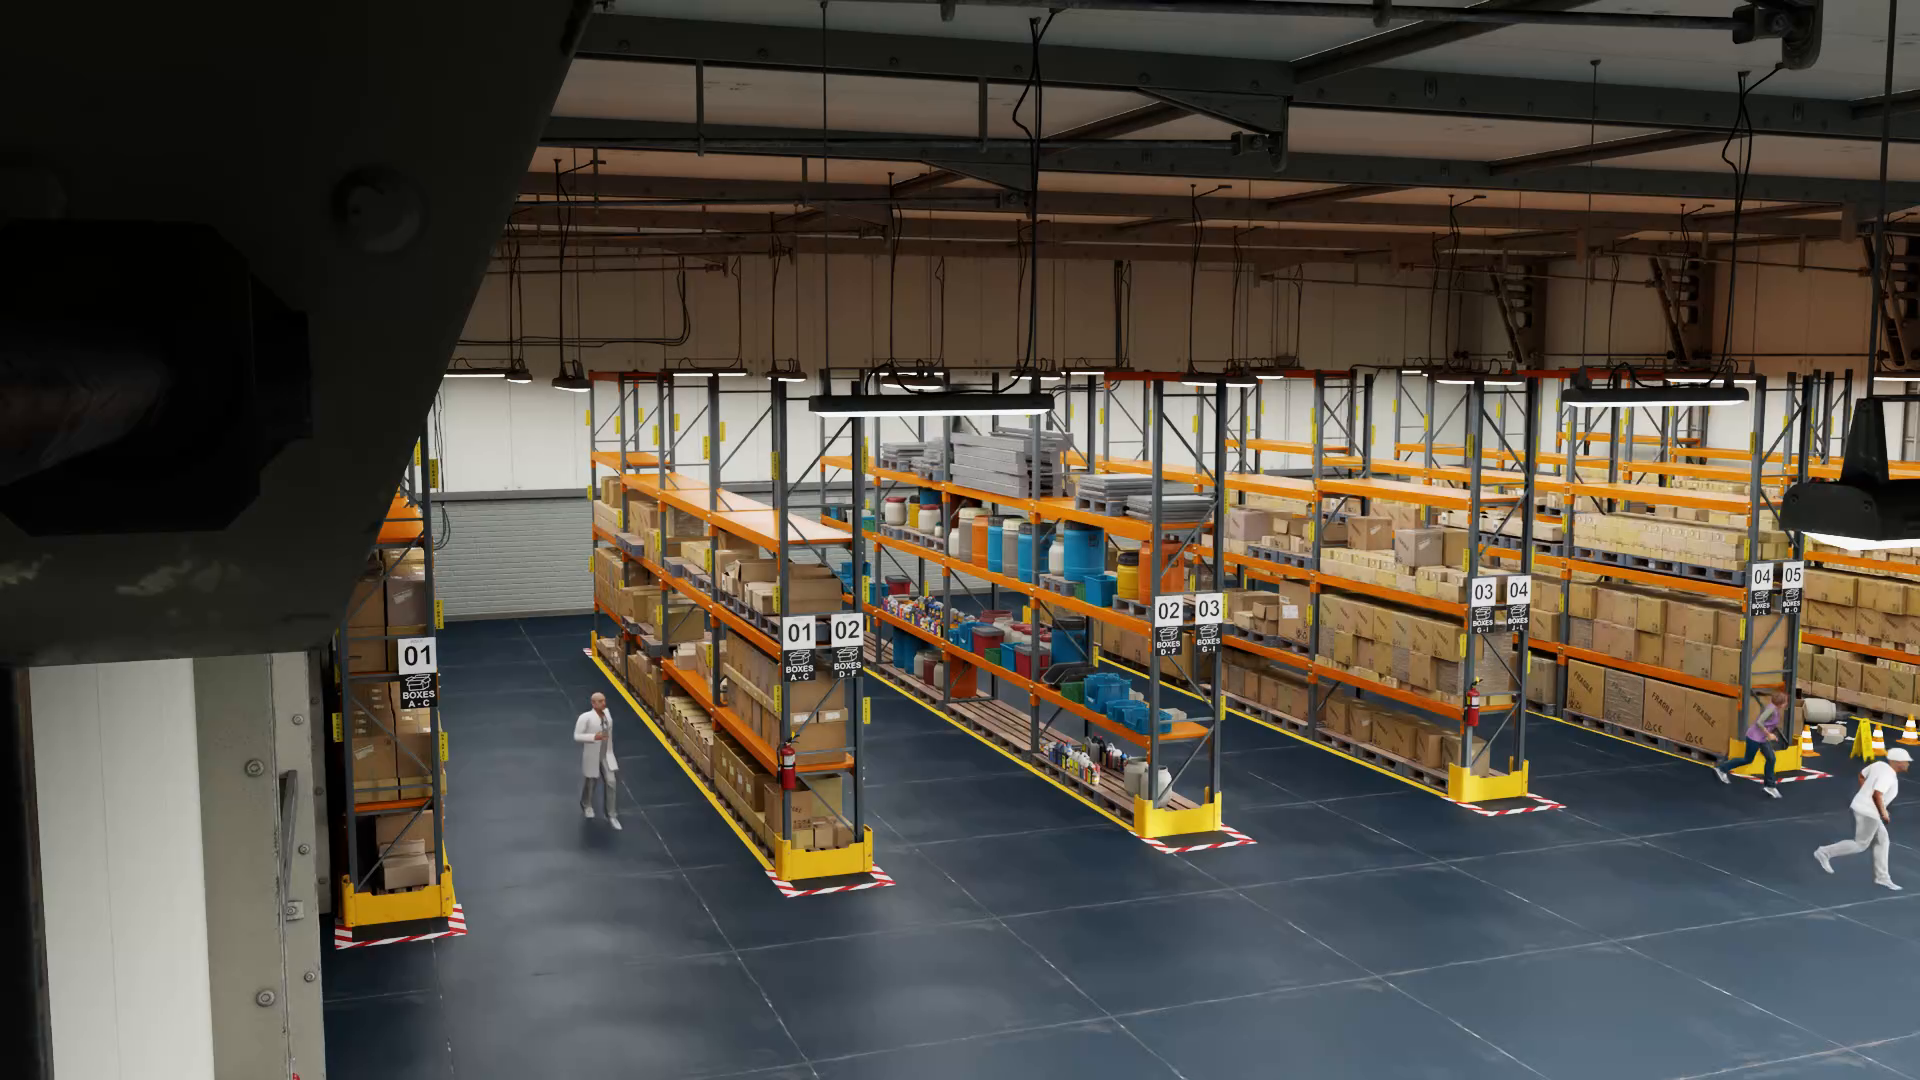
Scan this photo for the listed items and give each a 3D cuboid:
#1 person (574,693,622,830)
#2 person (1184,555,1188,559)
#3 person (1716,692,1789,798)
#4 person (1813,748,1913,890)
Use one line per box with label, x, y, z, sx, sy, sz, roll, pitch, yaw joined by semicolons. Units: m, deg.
person;-4.920;2.996;22.395;0.672;1.766;0.902;-6;9;-42
person;5.243;1.162;39.167;0.623;1.604;0.563;0;6;3
person;11.447;2.914;24.049;0.918;1.544;0.573;5;8;35
person;10.772;3.300;19.860;1.021;1.713;0.720;1;7;13
